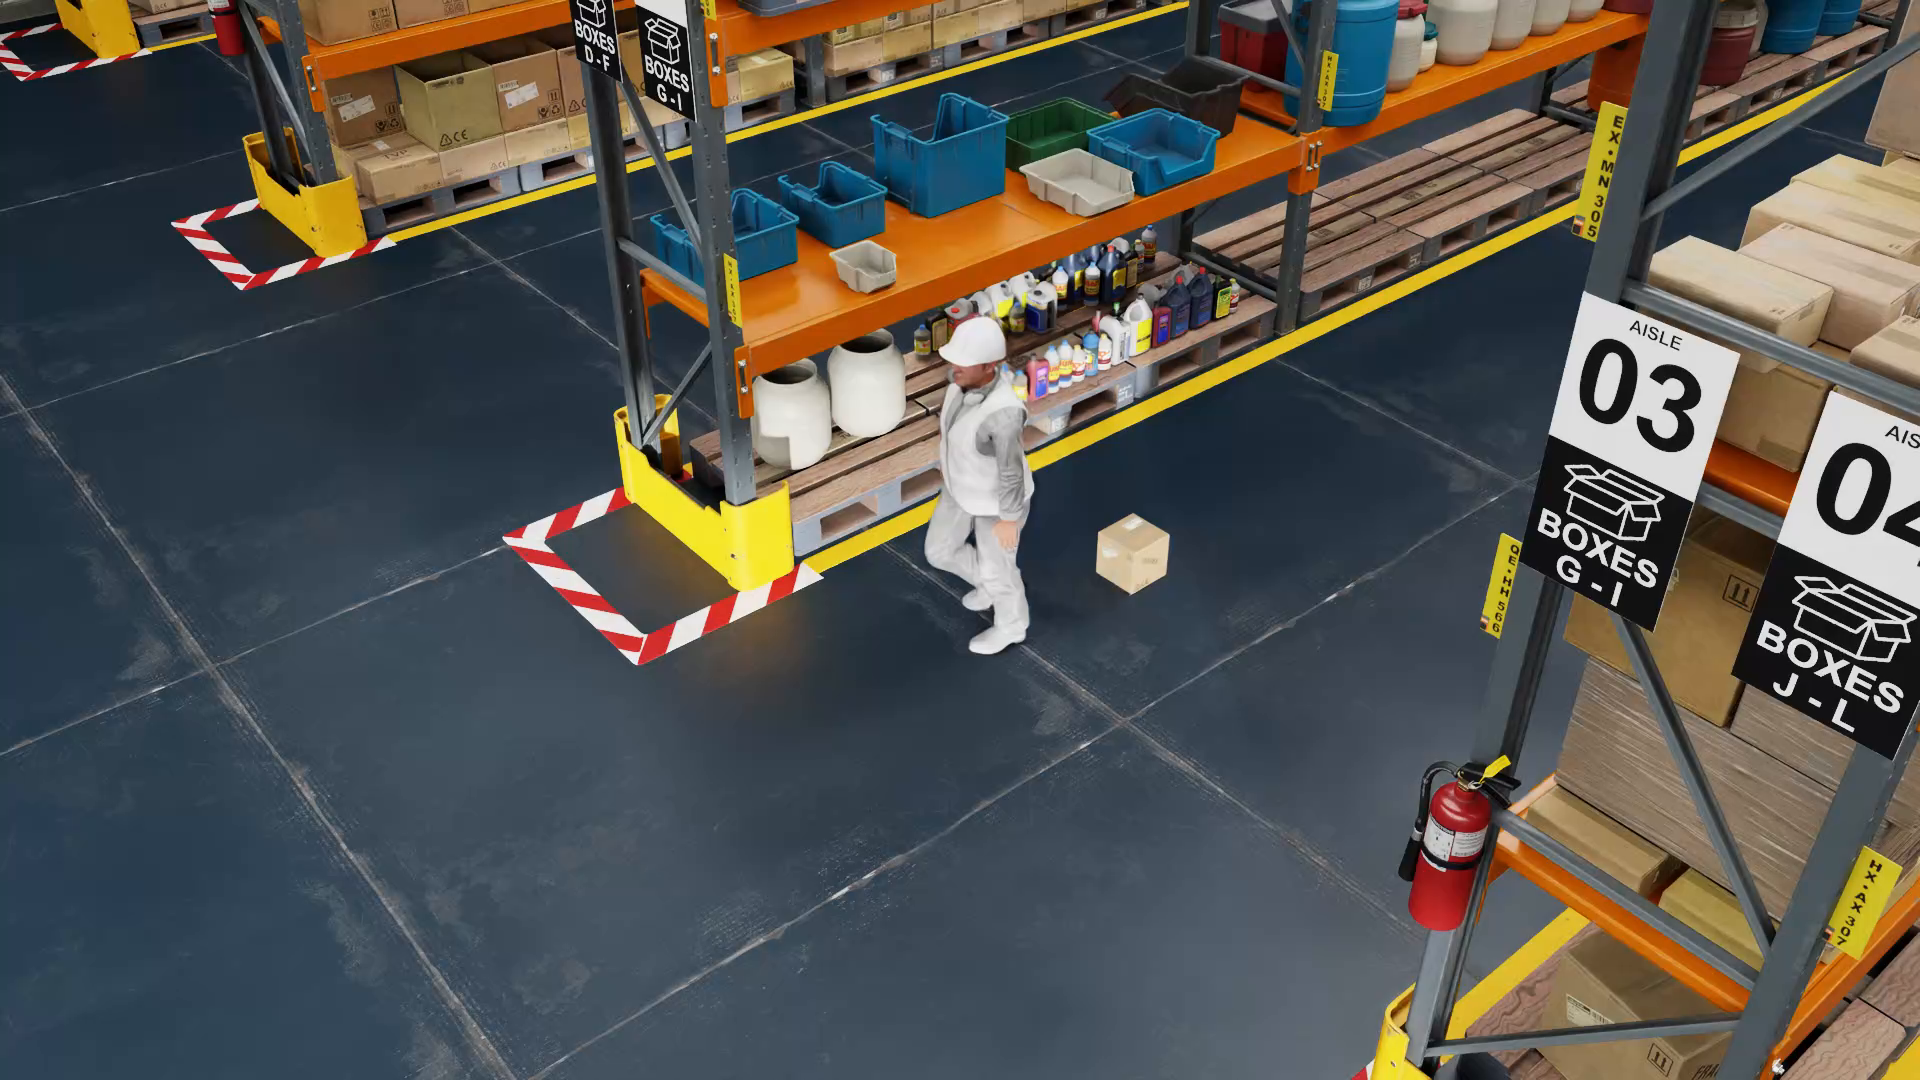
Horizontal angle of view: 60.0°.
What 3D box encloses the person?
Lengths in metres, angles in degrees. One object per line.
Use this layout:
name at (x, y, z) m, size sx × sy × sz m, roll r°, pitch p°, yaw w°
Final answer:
person at (0.117, -0.215, 7.330) m, size 0.474 × 1.761 × 0.568 m, roll -16°, pitch 39°, yaw -21°
